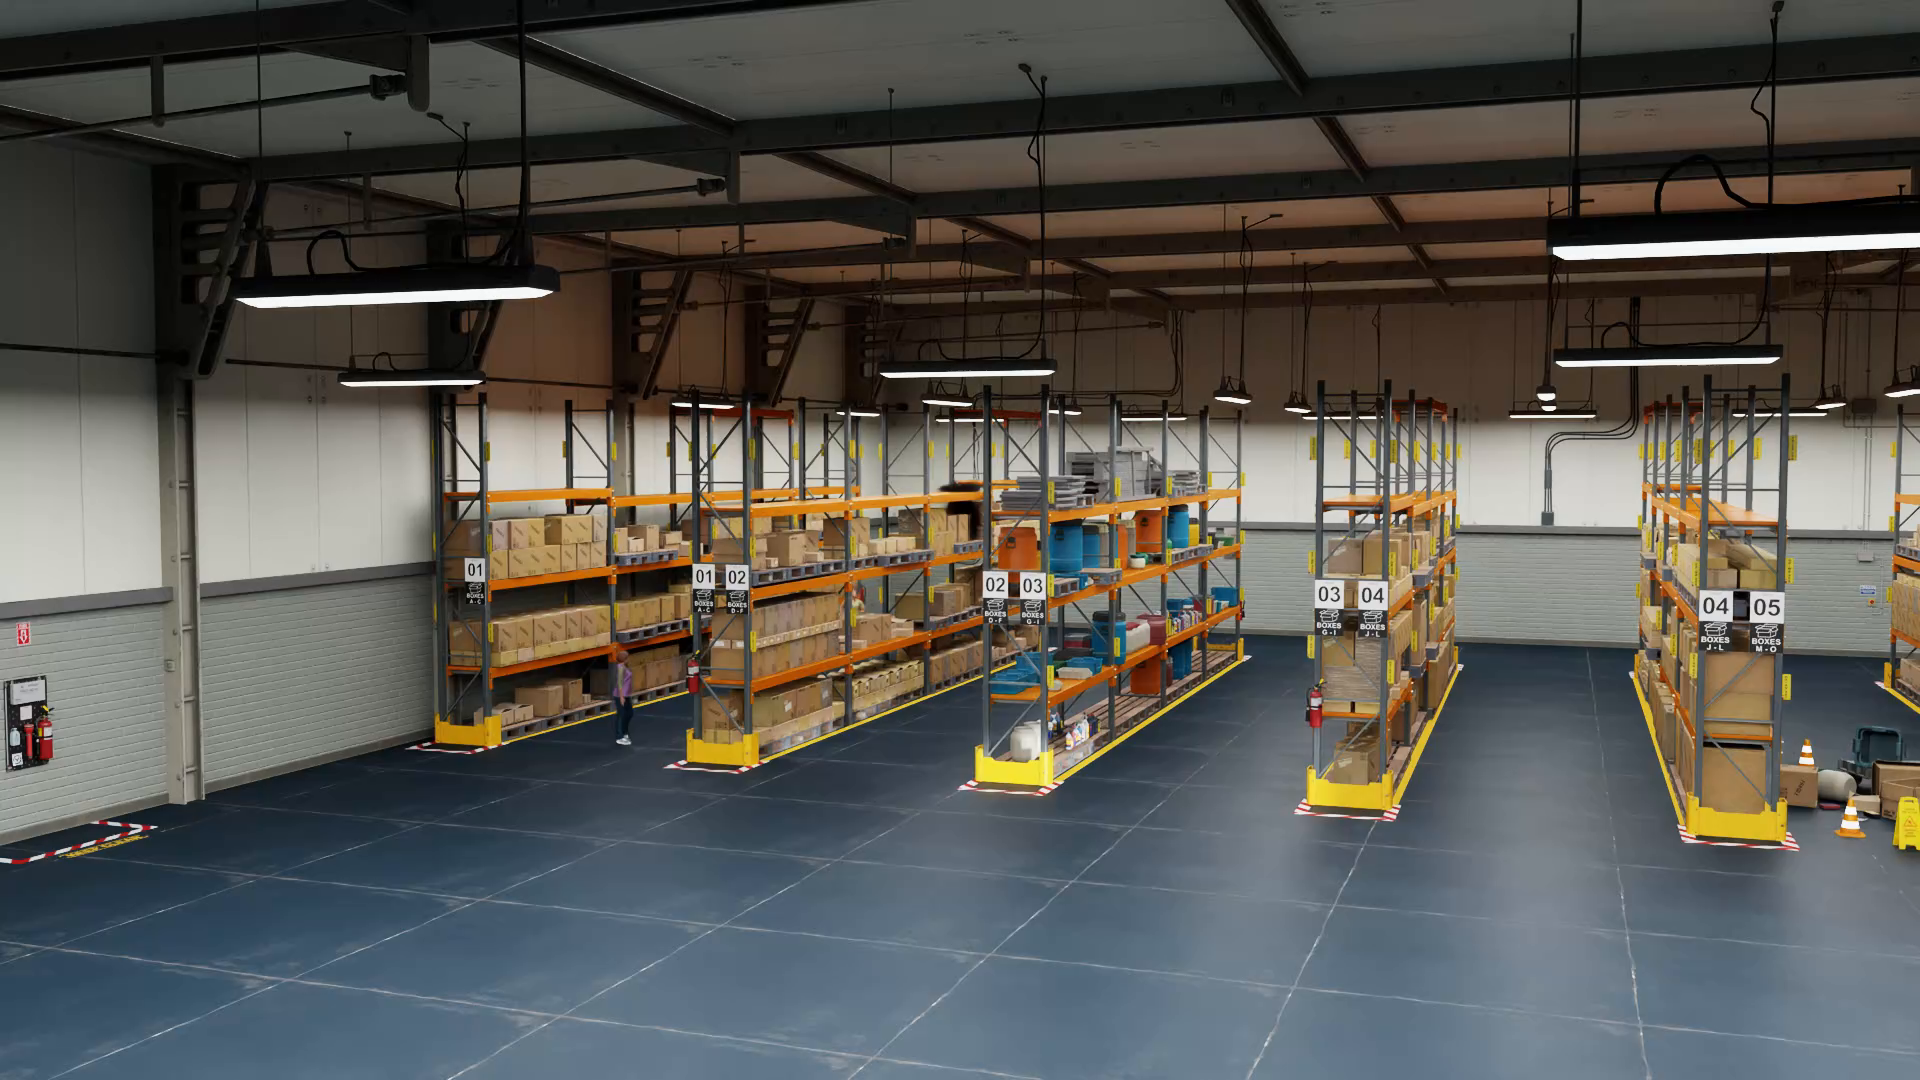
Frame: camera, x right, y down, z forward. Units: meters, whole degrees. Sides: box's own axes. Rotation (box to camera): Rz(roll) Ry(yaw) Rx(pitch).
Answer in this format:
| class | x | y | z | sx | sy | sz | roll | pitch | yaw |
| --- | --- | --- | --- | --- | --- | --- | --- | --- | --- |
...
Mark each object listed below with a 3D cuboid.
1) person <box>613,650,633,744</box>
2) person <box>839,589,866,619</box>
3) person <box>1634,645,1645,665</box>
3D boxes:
| class | x | y | z | sx | sy | sz | roll | pitch | yaw |
| --- | --- | --- | --- | --- | --- | --- | --- | --- | --- |
| person | -5.785 | 2.700 | 28.509 | 0.321 | 1.622 | 0.514 | 0 | 3 | 0 |
| person | -2.548 | 1.962 | 38.733 | 0.624 | 1.620 | 0.997 | 1 | 3 | 18 |
| person | 16.137 | 2.057 | 38.522 | 1.086 | 1.723 | 0.581 | -2 | 4 | -32 |
